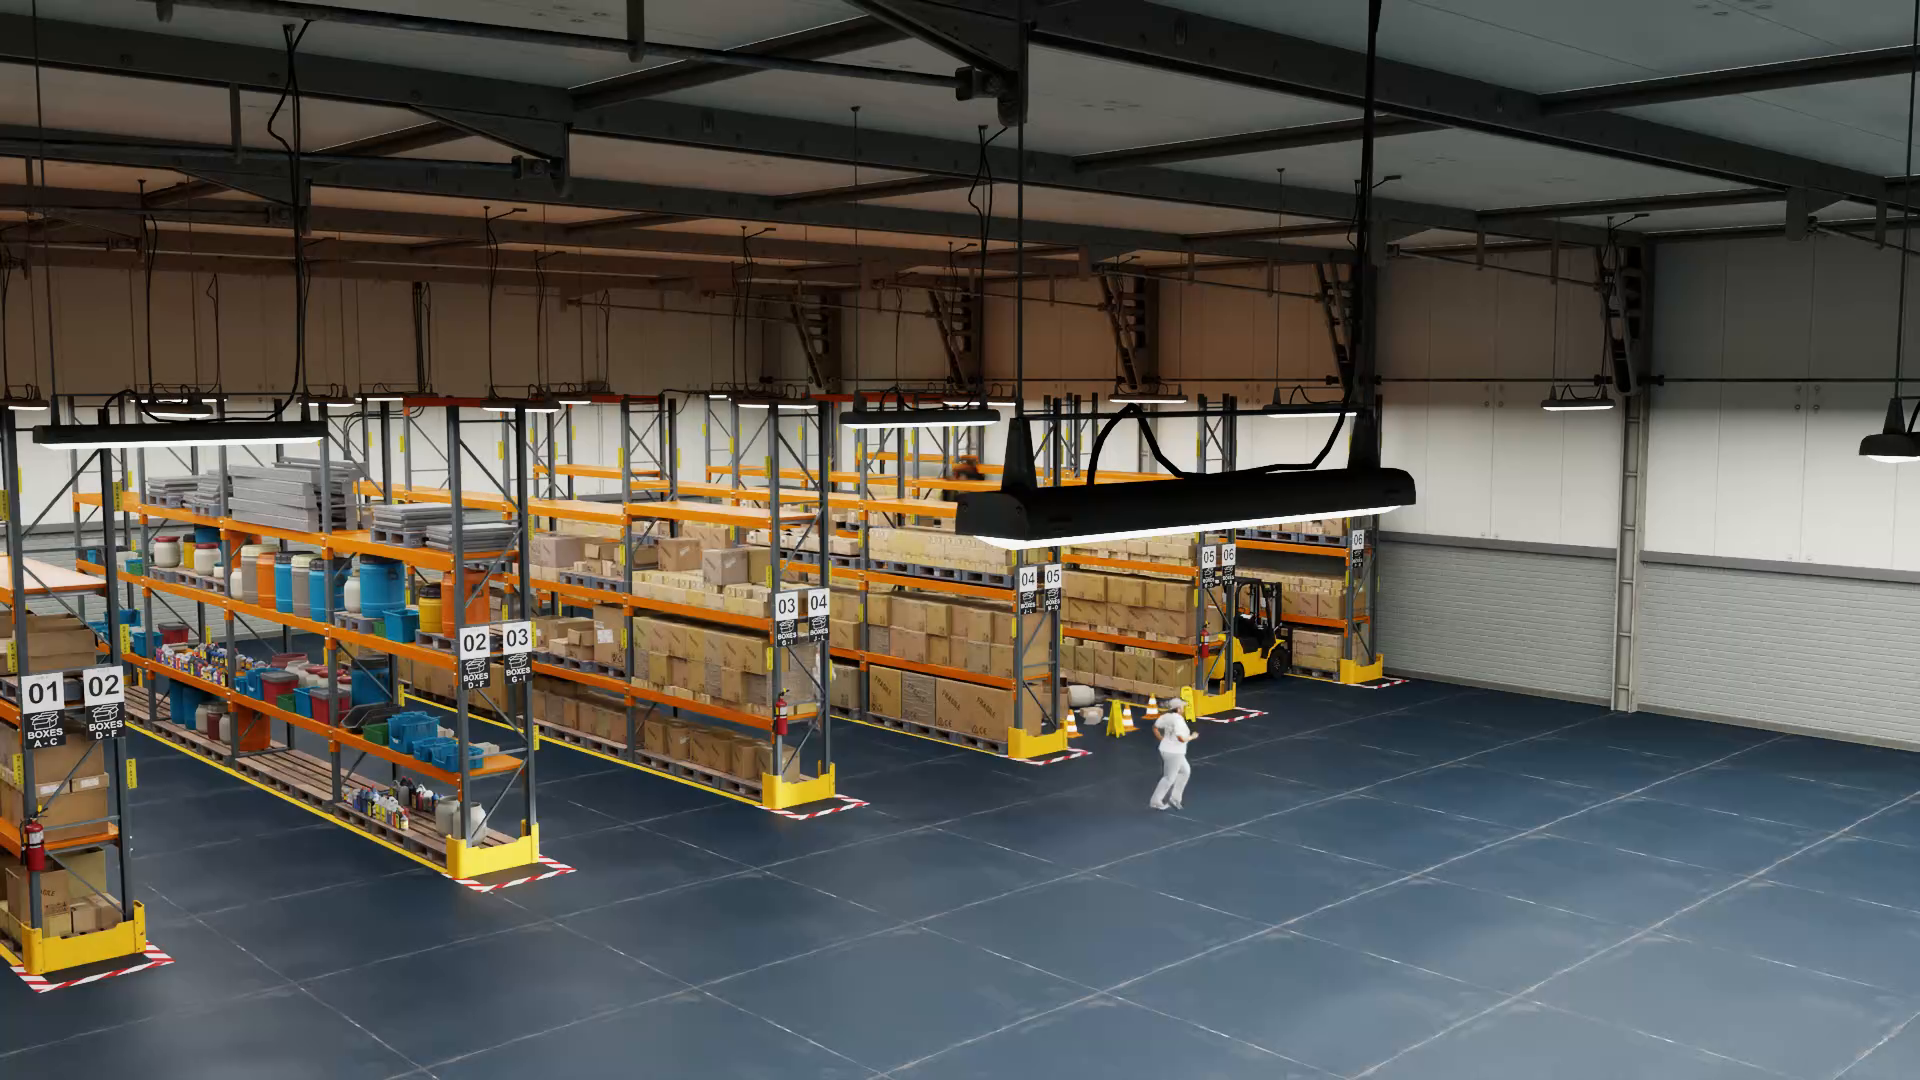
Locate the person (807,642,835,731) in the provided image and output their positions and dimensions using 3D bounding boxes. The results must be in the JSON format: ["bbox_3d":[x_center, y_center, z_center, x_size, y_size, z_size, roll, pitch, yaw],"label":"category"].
[{"bbox_3d":[-2.492,2.608,29.925,0.662,1.669,0.502,-5,8,-43],"label":"person"}]

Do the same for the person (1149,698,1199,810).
[{"bbox_3d":[3.133,3.179,24.357,0.724,1.715,0.571,-1,6,-10],"label":"person"}]
